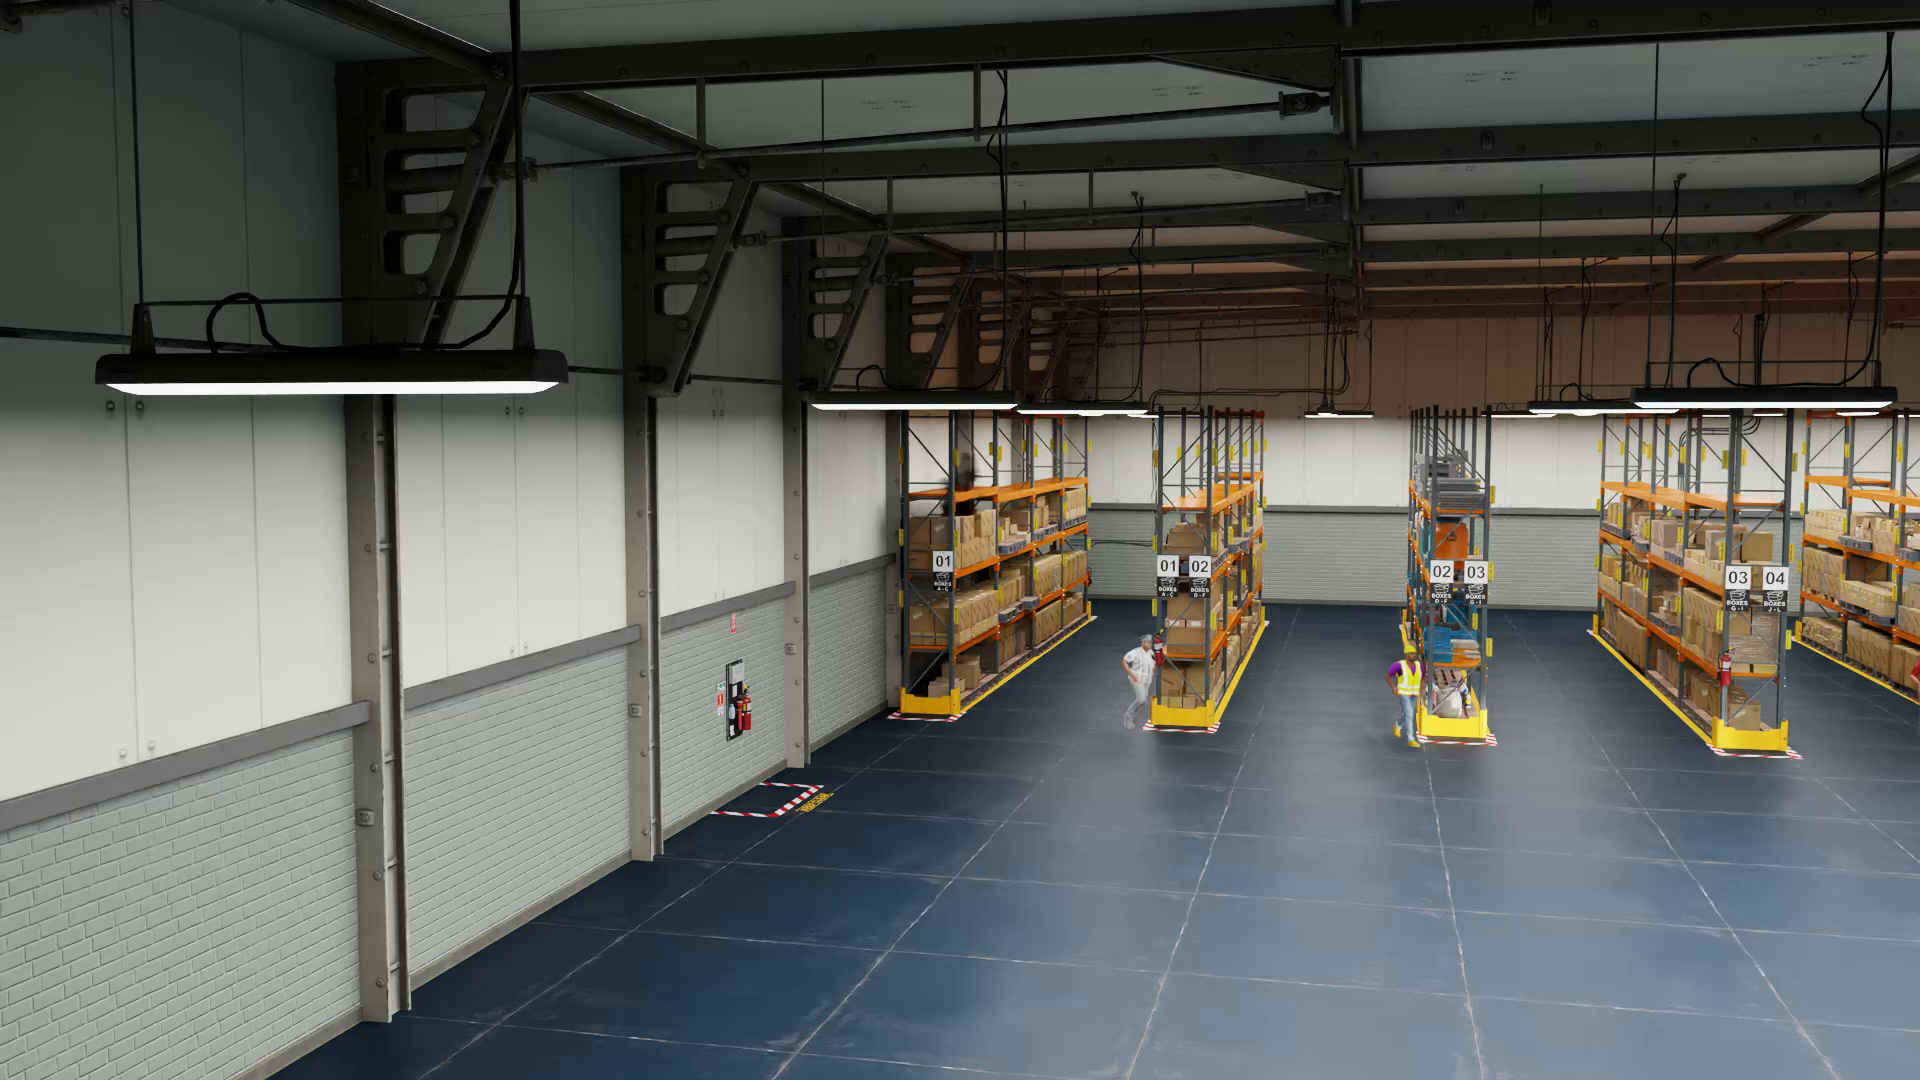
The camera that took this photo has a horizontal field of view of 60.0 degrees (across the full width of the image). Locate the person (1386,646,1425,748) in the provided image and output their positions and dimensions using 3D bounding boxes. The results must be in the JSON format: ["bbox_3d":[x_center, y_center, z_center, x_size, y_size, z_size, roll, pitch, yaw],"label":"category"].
[{"bbox_3d":[7.922,2.735,29.434,0.705,1.759,0.917,-1,4,-19],"label":"person"}]

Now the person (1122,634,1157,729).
[{"bbox_3d":[3.322,2.578,30.405,0.698,1.719,0.605,-3,5,-38],"label":"person"}]

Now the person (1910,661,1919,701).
[{"bbox_3d":[17.419,2.743,29.821,0.660,1.674,0.626,1,4,13],"label":"person"}]
